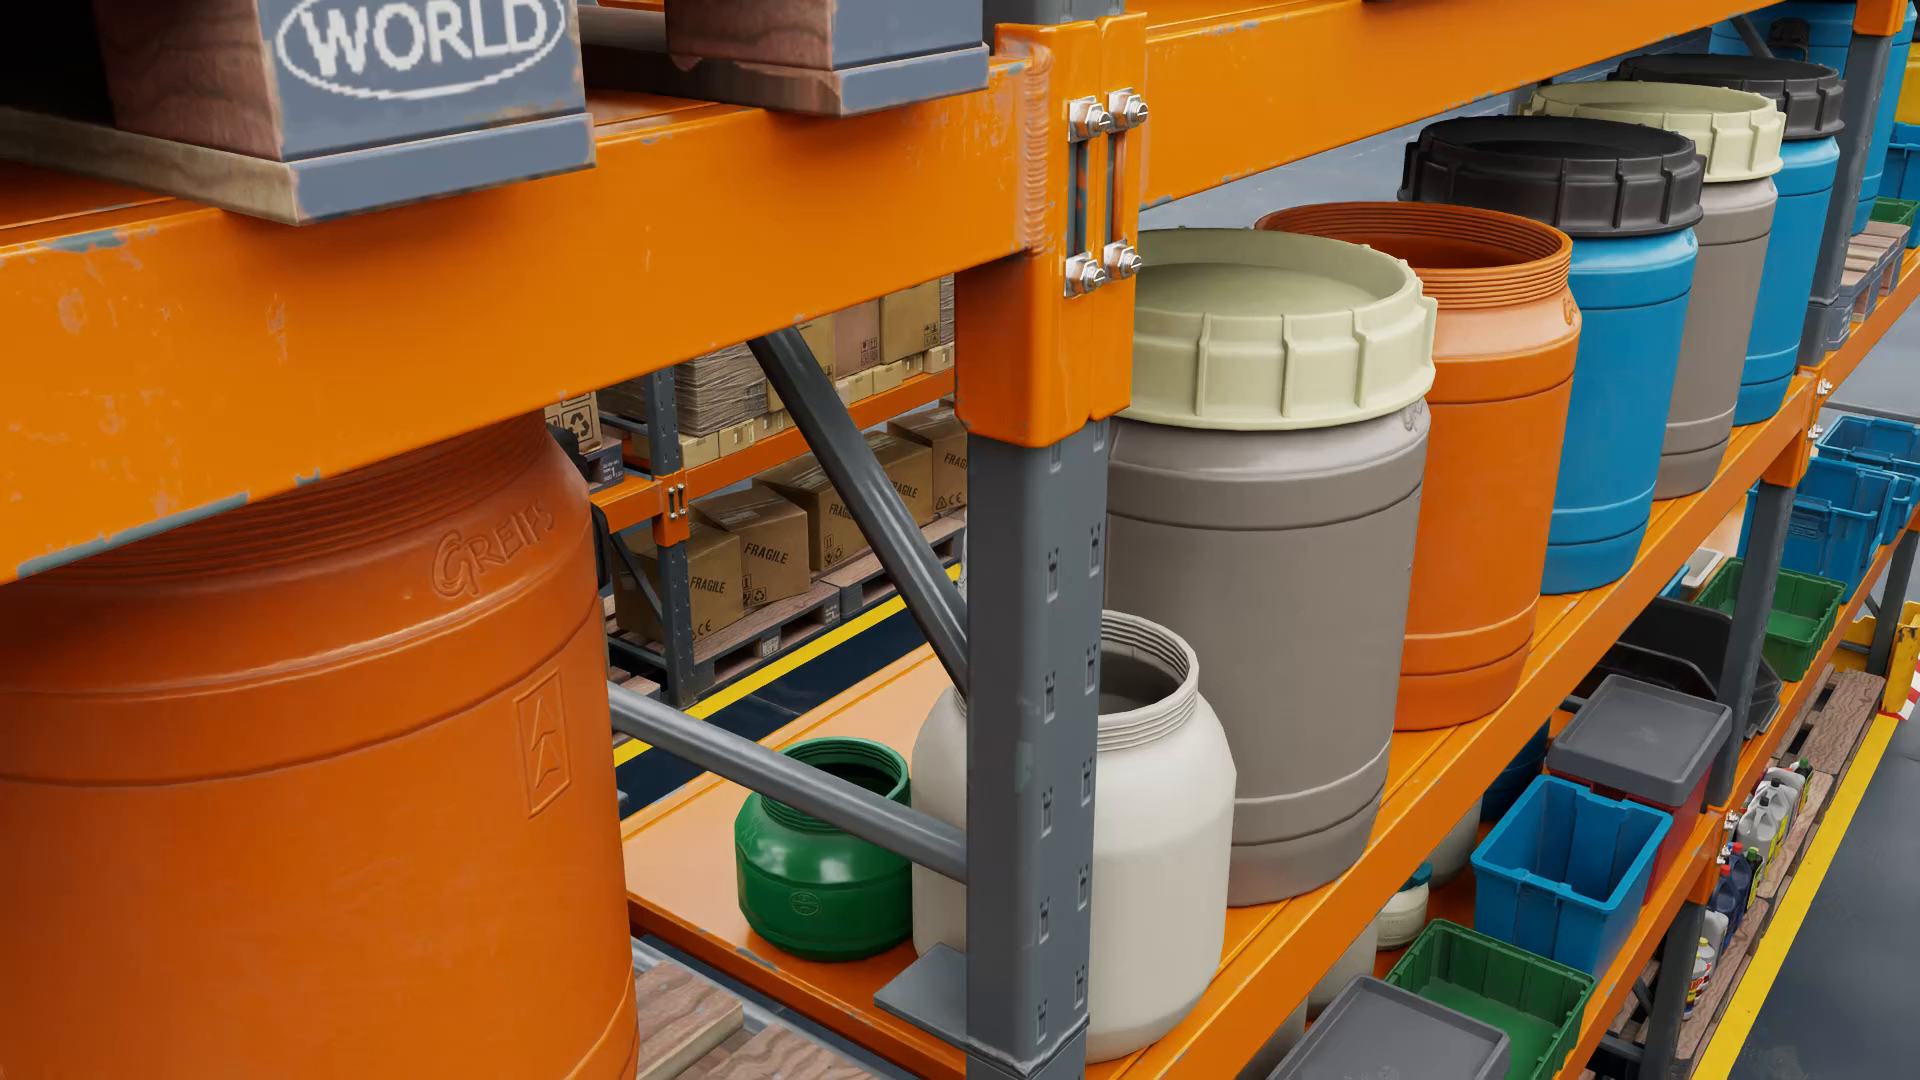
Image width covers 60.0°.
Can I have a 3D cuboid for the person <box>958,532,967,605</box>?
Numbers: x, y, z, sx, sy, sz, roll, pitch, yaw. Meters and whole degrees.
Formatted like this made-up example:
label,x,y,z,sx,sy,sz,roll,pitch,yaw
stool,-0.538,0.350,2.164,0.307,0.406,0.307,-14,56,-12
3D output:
label,x,y,z,sx,sy,sz,roll,pitch,yaw
person,0.286,0.446,7.490,0.551,1.768,0.462,-5,24,-11
